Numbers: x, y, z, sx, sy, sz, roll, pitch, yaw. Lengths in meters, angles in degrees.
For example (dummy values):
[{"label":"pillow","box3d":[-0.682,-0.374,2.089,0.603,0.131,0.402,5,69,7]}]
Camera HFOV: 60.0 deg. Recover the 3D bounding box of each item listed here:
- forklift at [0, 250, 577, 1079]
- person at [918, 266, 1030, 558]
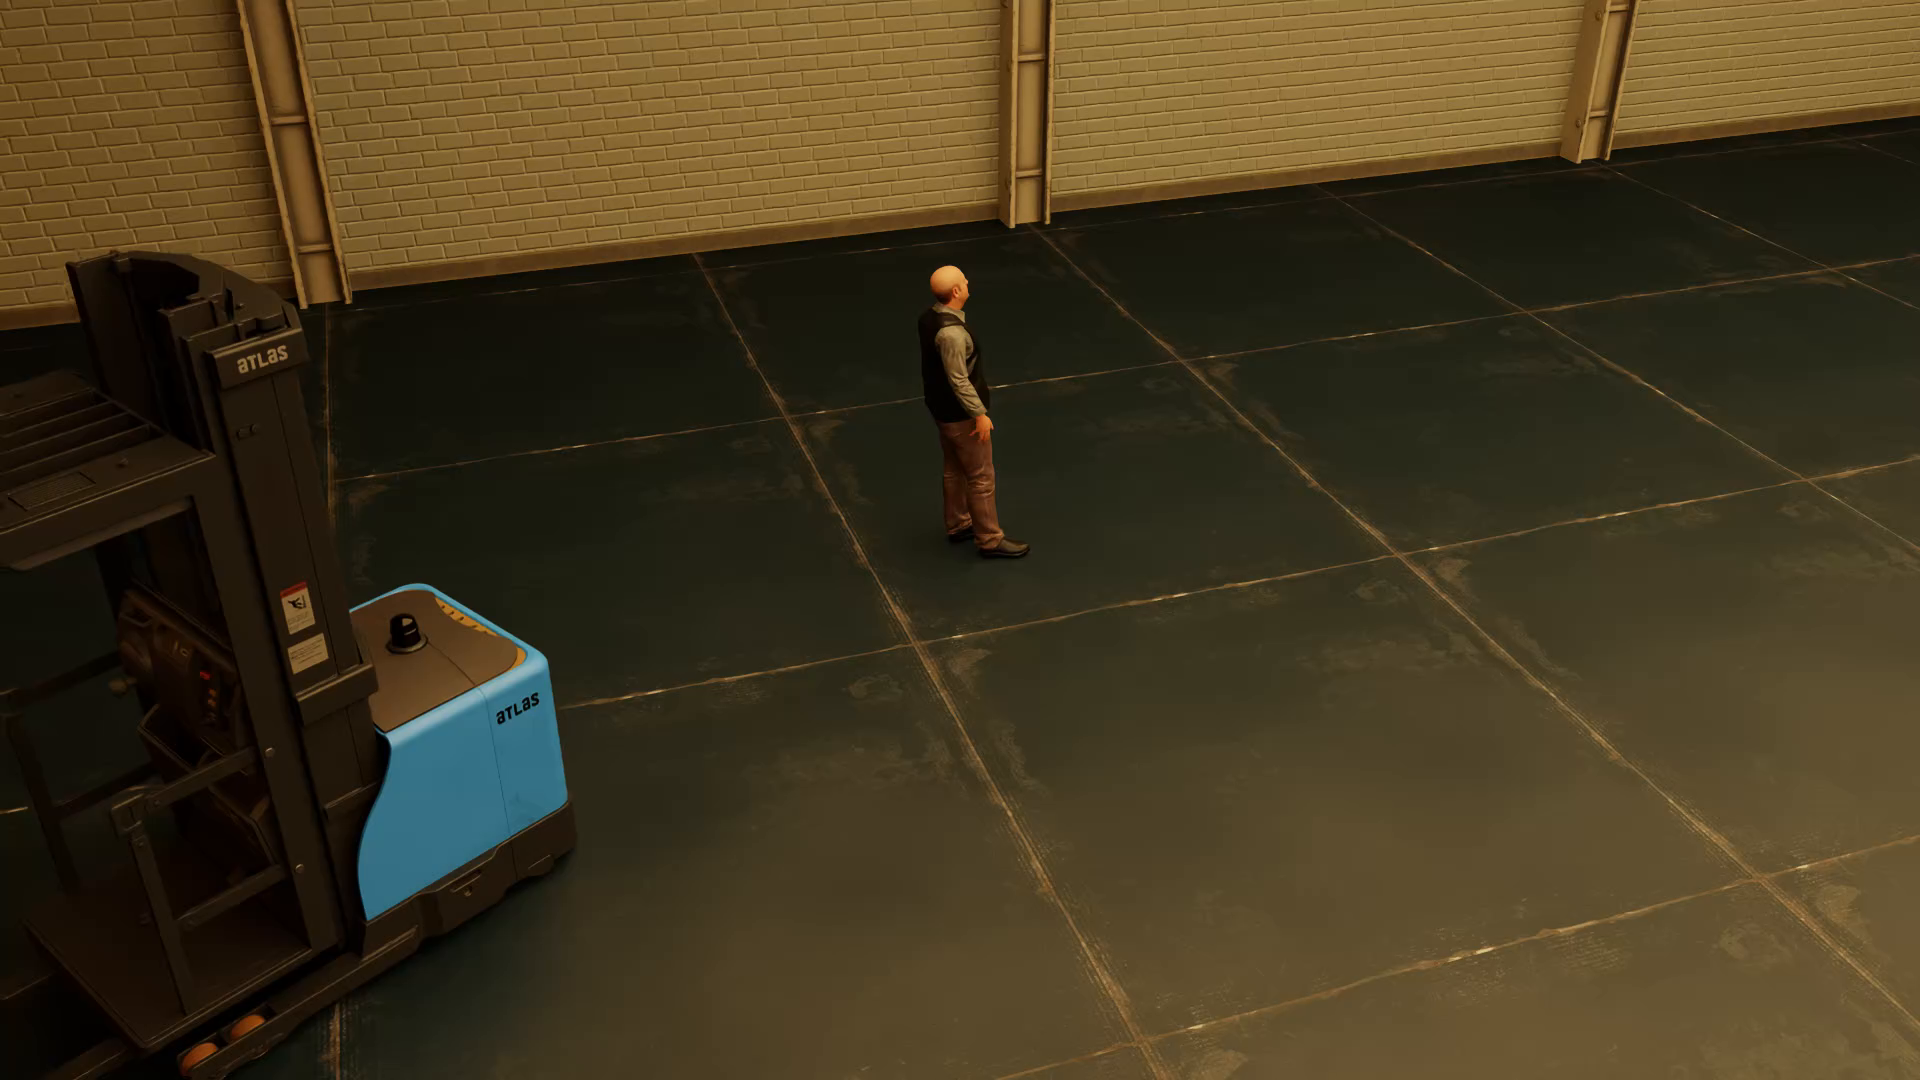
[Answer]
[{"label":"forklift","box3d":[-3.079,0.544,6.141,1.130,2.935,3.031,24,37,35]},{"label":"person","box3d":[0.061,-0.758,9.603,0.568,1.720,0.632,-10,31,-16]}]
